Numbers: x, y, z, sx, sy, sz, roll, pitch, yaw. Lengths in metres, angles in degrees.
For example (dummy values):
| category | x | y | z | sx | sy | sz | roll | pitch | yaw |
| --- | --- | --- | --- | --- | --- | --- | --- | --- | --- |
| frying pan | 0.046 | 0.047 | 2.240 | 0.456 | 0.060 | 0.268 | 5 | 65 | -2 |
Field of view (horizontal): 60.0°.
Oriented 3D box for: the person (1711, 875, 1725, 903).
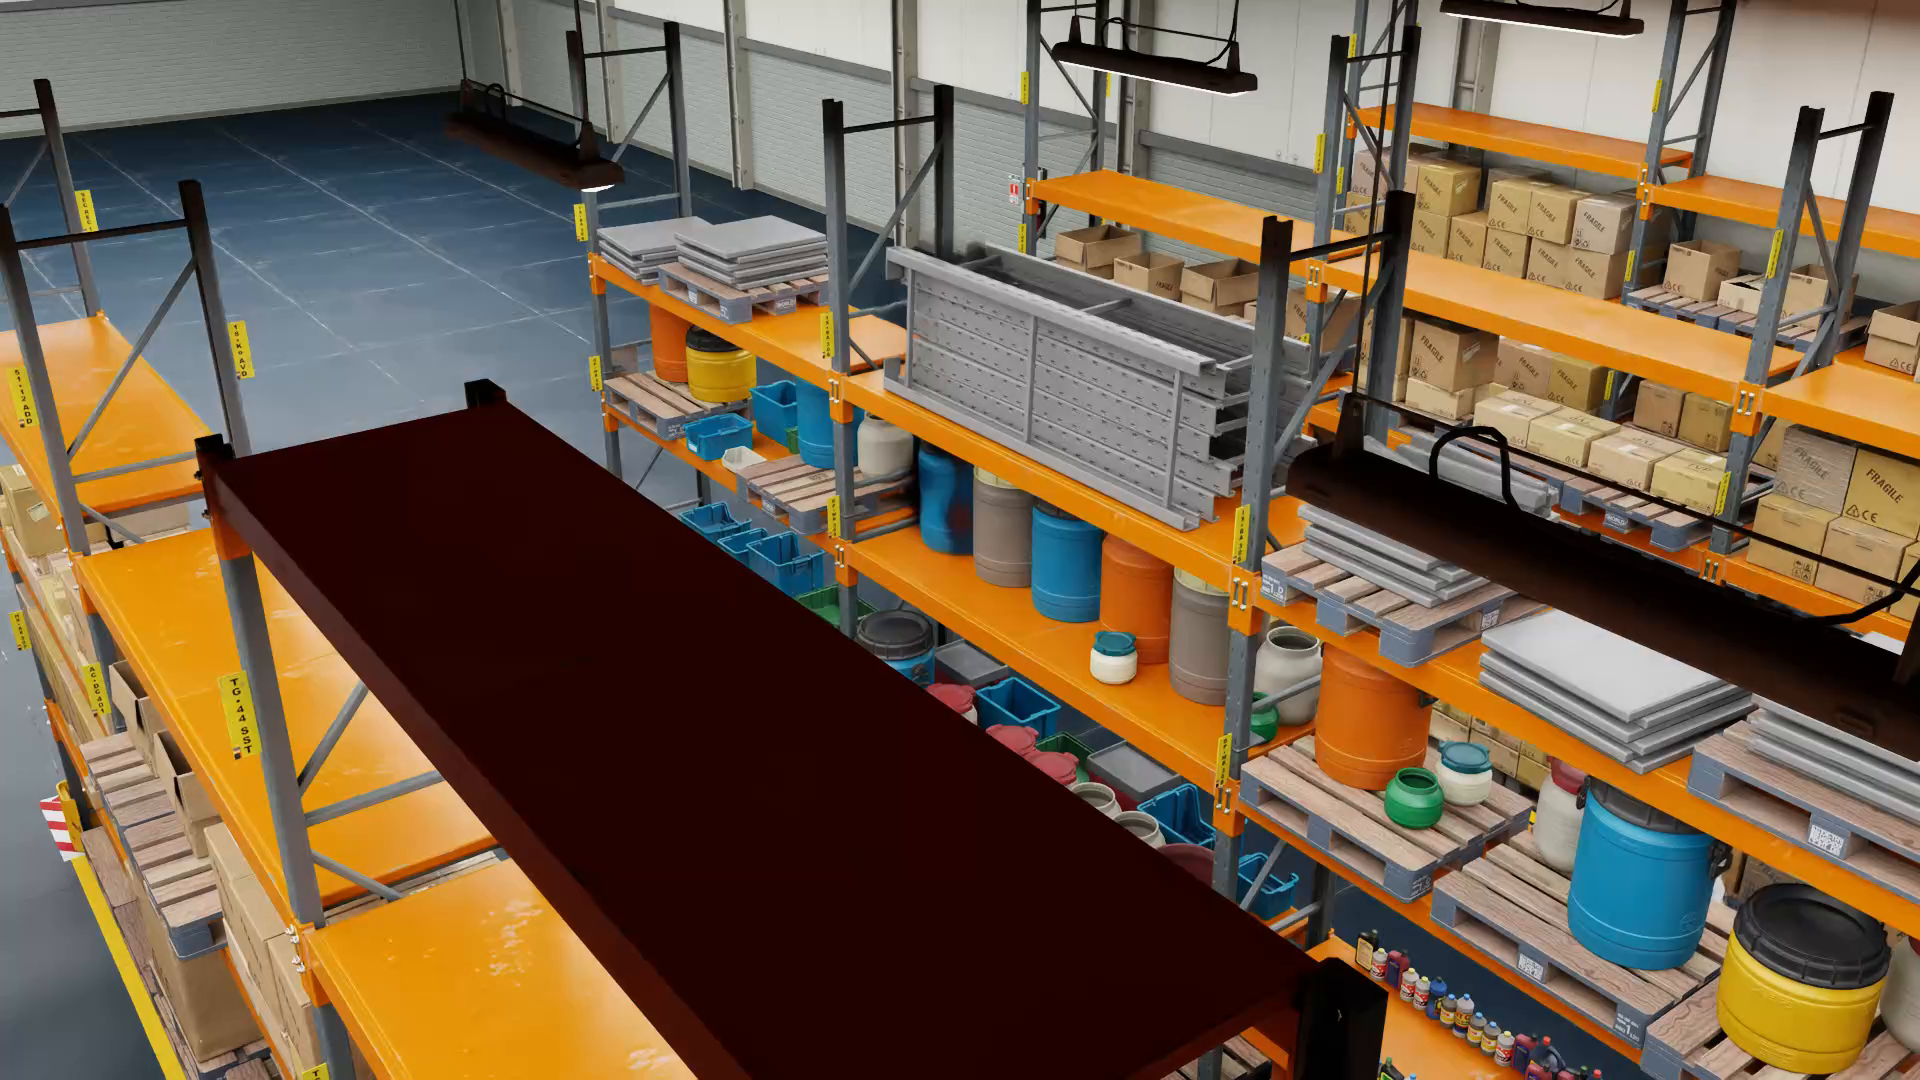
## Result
| category | x | y | z | sx | sy | sz | roll | pitch | yaw |
| --- | --- | --- | --- | --- | --- | --- | --- | --- | --- |
| person | 5.120 | 2.557 | 11.515 | 1.023 | 1.725 | 0.699 | 19 | 31 | 35 |

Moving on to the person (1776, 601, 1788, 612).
| category | x | y | z | sx | sy | sz | roll | pitch | yaw |
| --- | --- | --- | --- | --- | --- | --- | --- | --- | --- |
| person | 7.112 | 1.211 | 14.546 | 0.764 | 1.539 | 0.606 | 20 | 31 | 36 |
